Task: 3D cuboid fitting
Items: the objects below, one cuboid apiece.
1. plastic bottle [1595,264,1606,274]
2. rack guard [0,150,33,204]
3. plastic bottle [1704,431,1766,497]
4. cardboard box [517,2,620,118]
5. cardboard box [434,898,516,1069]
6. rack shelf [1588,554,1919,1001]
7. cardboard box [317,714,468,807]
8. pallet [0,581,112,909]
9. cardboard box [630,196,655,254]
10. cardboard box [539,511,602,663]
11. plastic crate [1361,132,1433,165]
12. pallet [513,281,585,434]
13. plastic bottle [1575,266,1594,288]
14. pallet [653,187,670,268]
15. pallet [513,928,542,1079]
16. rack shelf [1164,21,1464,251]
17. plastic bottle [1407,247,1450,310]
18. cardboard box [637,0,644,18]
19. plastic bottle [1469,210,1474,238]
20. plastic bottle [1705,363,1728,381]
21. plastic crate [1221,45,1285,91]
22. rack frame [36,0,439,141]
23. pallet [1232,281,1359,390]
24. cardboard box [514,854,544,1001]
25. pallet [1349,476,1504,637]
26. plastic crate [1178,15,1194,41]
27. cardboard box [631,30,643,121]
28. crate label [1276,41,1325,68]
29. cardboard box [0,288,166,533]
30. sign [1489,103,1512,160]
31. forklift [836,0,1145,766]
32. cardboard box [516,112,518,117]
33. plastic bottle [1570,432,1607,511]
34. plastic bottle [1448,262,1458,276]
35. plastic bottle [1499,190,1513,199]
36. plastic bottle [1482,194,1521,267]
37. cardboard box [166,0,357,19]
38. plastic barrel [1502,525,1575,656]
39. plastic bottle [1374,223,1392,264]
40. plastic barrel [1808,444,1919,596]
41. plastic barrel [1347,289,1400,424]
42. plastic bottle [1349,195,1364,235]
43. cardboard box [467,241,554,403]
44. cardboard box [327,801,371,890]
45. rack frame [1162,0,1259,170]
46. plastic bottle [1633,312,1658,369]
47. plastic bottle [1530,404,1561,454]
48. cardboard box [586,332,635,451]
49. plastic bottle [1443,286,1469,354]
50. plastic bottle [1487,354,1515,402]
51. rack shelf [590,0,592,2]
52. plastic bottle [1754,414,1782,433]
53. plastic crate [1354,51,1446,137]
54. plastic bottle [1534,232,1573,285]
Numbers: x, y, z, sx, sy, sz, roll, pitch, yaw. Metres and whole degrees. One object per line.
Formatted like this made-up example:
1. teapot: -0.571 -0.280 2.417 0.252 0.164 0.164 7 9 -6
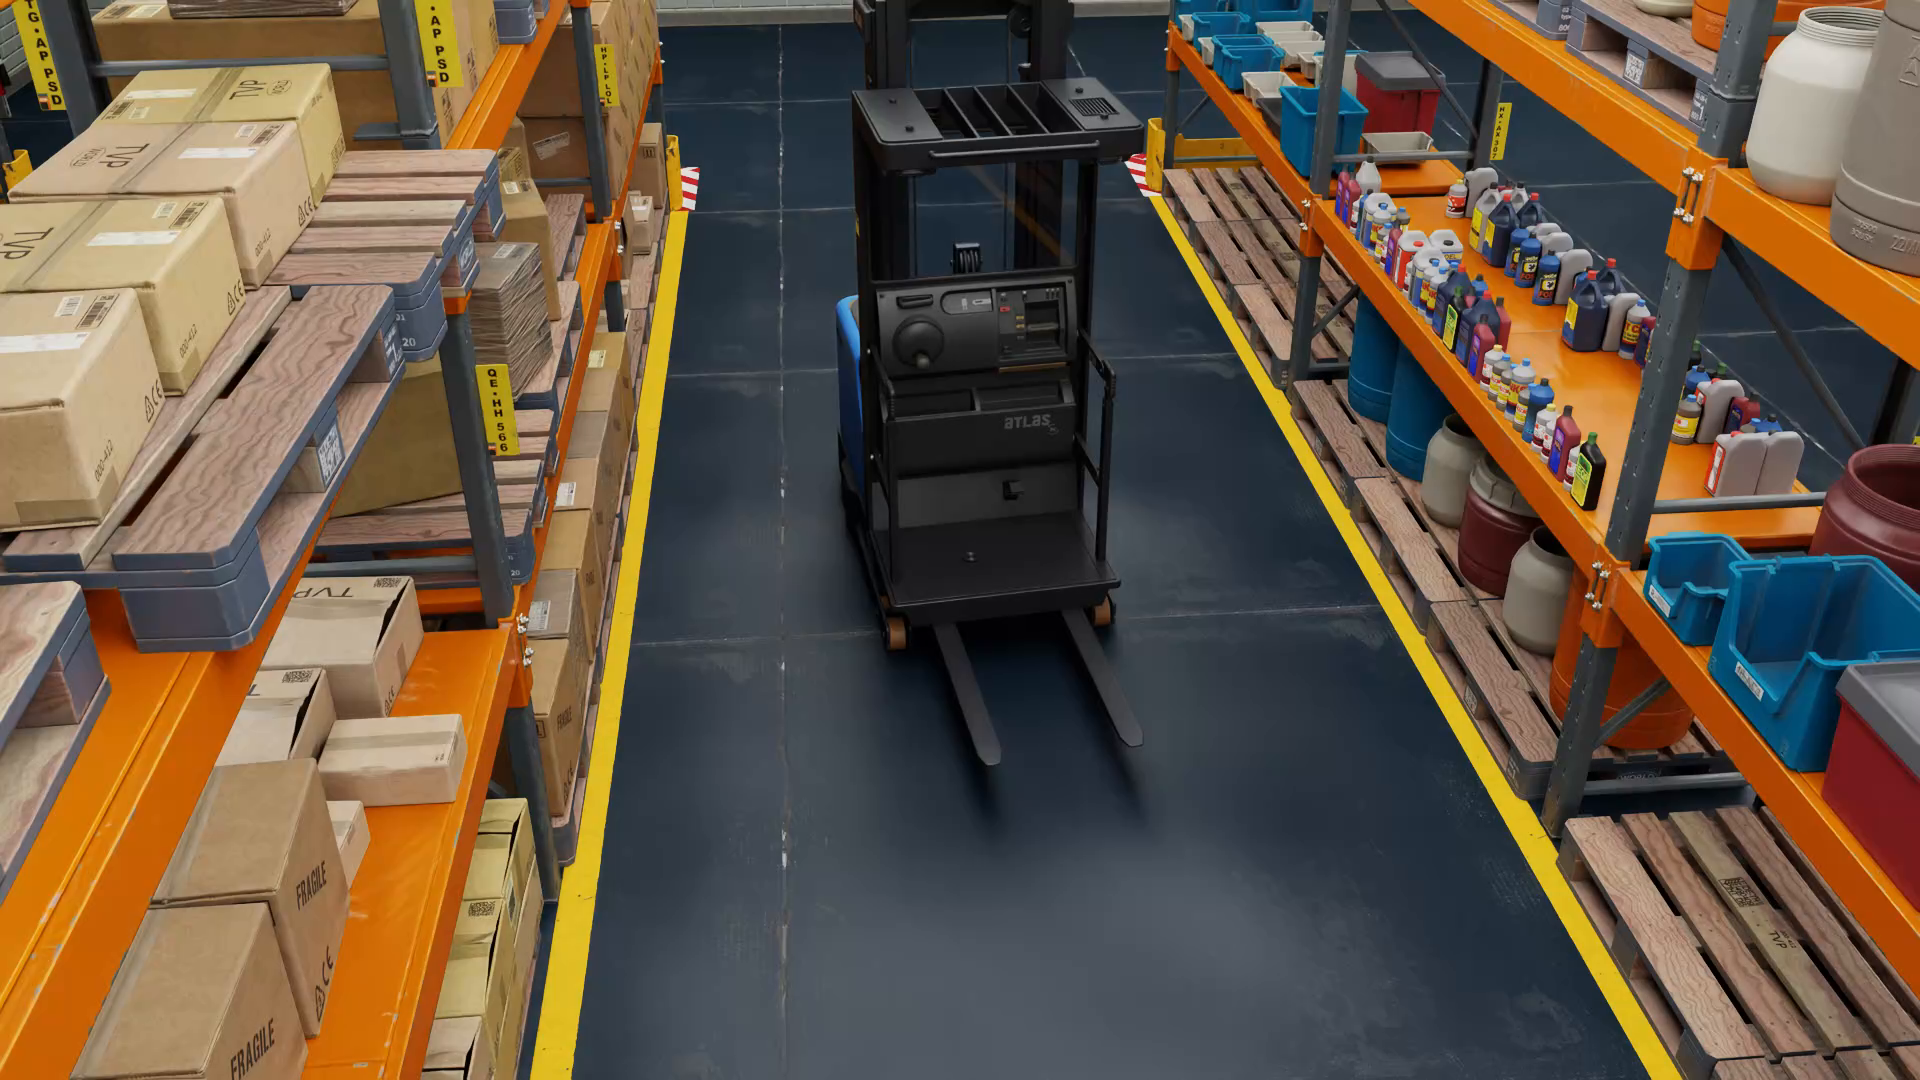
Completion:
1. plastic bottle: 3.049 -1.189 7.929 0.061 0.283 0.133 -3 31 -5
2. rack guard: -7.732 -2.679 12.747 1.175 0.500 0.348 -3 31 -5
3. plastic bottle: 3.011 -0.306 6.457 0.152 0.276 0.135 -3 31 -5
4. cardboard box: -2.189 -2.663 9.210 0.500 0.500 0.500 -2 31 -3
5. cardboard box: -1.702 1.386 5.230 0.500 0.311 0.500 -3 31 -5
6. rack shelf: 3.068 1.200 4.517 1.077 0.370 4.000 -3 31 -5
7. cardboard box: -1.692 0.660 4.966 0.380 0.149 0.250 -3 31 -5
8. pallet: -1.773 0.493 2.262 0.805 0.209 1.217 -4 31 -7
9. cardboard box: -2.444 -2.235 11.819 0.500 0.250 0.500 -3 31 -5
10. cardboard box: -1.905 0.221 7.464 0.500 0.500 0.500 -3 31 -5
11. plastic crate: 2.606 -2.329 9.923 0.396 0.136 0.243 -3 31 -5
12. pallet: -2.237 -0.805 7.359 1.003 0.211 1.213 -3 31 -5
13. plastic bottle: 2.971 -1.171 7.911 0.097 0.271 0.097 0 31 0
14. pallet: -2.716 -2.336 12.455 1.003 0.211 1.213 -3 31 -5
15. pallet: -2.013 1.725 5.656 1.003 0.211 1.213 -3 31 -5
16. rack shelf: 2.320 -2.884 11.355 1.077 0.370 4.000 -3 31 -5
17. plastic bottle: 2.279 -1.273 8.077 0.152 0.276 0.135 -3 31 -5
18. cardboard box: -2.382 -3.714 10.971 0.500 0.500 0.500 -2 31 -3
19. plastic bottle: 2.778 -1.699 8.863 0.097 0.201 0.097 0 31 0
20. plastic bottle: 3.152 -0.623 6.981 0.061 0.283 0.133 -3 31 -5
21. plastic crate: 1.980 -3.201 11.288 0.416 0.233 0.300 -3 31 -5
22. rack frame: -2.051 -2.470 4.110 1.000 3.000 0.127 -3 31 -5
23. pallet: 2.400 -1.348 10.801 1.003 0.211 1.213 -3 31 -5
24. cardboard box: -1.759 1.363 5.815 0.500 0.250 0.500 -2 31 -3
25. pallet: 2.655 0.045 8.468 1.003 0.211 1.213 -3 31 -5
26. plastic crate: 1.776 -3.817 12.414 0.250 0.136 0.298 -3 31 -5
27. cardboard box: -2.346 -3.029 10.799 0.500 0.500 0.500 -3 31 -5
28. crate label: 2.453 -3.429 11.765 0.396 0.136 0.243 -3 31 -5
29. cardboard box: -1.795 -0.235 3.030 0.500 0.250 0.500 -5 31 -9
30. sign: 3.055 -2.316 9.433 0.100 0.325 0.005 -3 31 -5
31. forklift: 0.127 -0.943 7.471 1.130 2.935 3.031 -6 31 -10
32. cardboard box: -2.727 -2.222 9.448 0.500 0.500 0.500 -2 31 -4
33. plastic bottle: 2.418 -0.266 6.383 0.061 0.283 0.133 -3 31 -5
34. plastic bottle: 2.402 -1.256 8.122 0.097 0.201 0.097 0 31 0
35. plastic bottle: 2.900 -1.746 8.870 0.152 0.276 0.135 -3 31 -5
36. plastic bottle: 2.793 -1.596 8.545 0.144 0.351 0.185 -3 31 -5
37. cardboard box: -2.085 -1.877 4.970 0.500 0.500 0.500 -3 31 -5
38. plastic barrel: 2.677 0.225 7.465 0.421 0.512 0.421 0 31 0
39. plastic bottle: 2.198 -1.535 8.588 0.097 0.201 0.097 0 31 0
40. plastic barrel: 3.226 0.034 5.635 0.600 0.536 0.708 -3 31 -5
41. plastic barrel: 2.541 -1.173 9.425 0.600 0.901 0.708 -3 31 -5
42. plastic bottle: 2.158 -1.753 8.953 0.097 0.201 0.097 0 31 0
43. cardboard box: -2.117 -0.910 6.841 0.700 0.500 0.500 3 31 5
44. cardboard box: -1.876 0.862 4.627 0.380 0.149 0.250 -1 31 -1
45. rack frame: 2.134 -4.214 12.880 1.000 3.000 0.127 -3 31 -5
46. plastic bottle: 3.100 -0.908 7.459 0.061 0.283 0.133 -3 31 -5
47. plastic bottle: 2.395 -0.458 6.785 0.097 0.201 0.097 0 31 0
48. cardboard box: -2.093 -0.814 9.196 0.500 0.500 0.500 -3 31 -5
49. plastic bottle: 2.282 -1.012 7.632 0.061 0.283 0.133 -3 31 -5
50. plastic bottle: 2.350 -0.706 7.201 0.097 0.201 0.097 0 31 0
51. rack shelf: -2.612 -3.937 10.192 1.077 0.370 4.000 -3 31 -5
52. plastic bottle: 3.179 -0.371 6.572 0.097 0.271 0.097 0 31 0
53. plastic crate: 2.674 -2.693 10.213 0.402 0.464 0.583 -3 31 -5
54. plastic bottle: 2.960 -1.420 8.324 0.152 0.276 0.135 -3 31 -5
